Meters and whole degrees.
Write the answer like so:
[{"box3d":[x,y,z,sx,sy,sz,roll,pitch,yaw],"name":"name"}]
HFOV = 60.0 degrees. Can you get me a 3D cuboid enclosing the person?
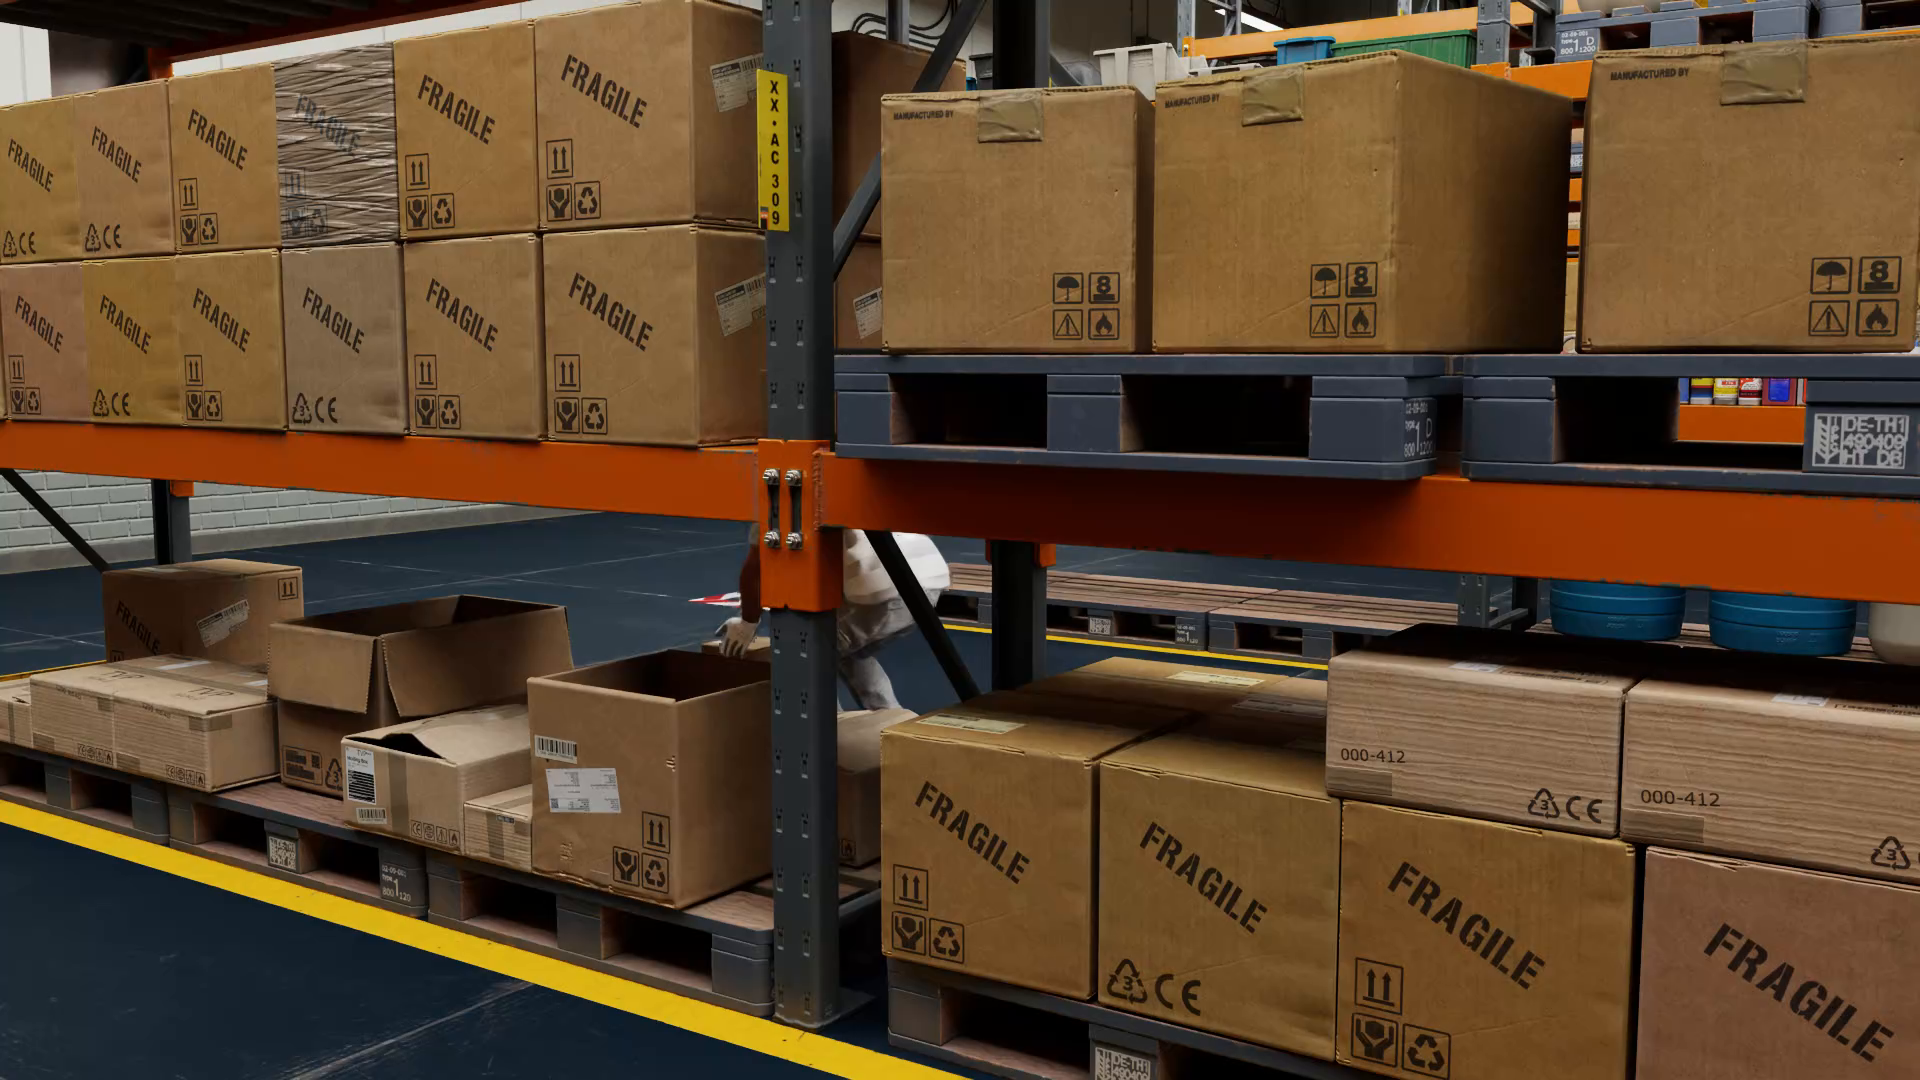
[{"box3d":[-0.458,0.203,5.909,0.813,1.322,0.611,4,7,34],"name":"person"}]
